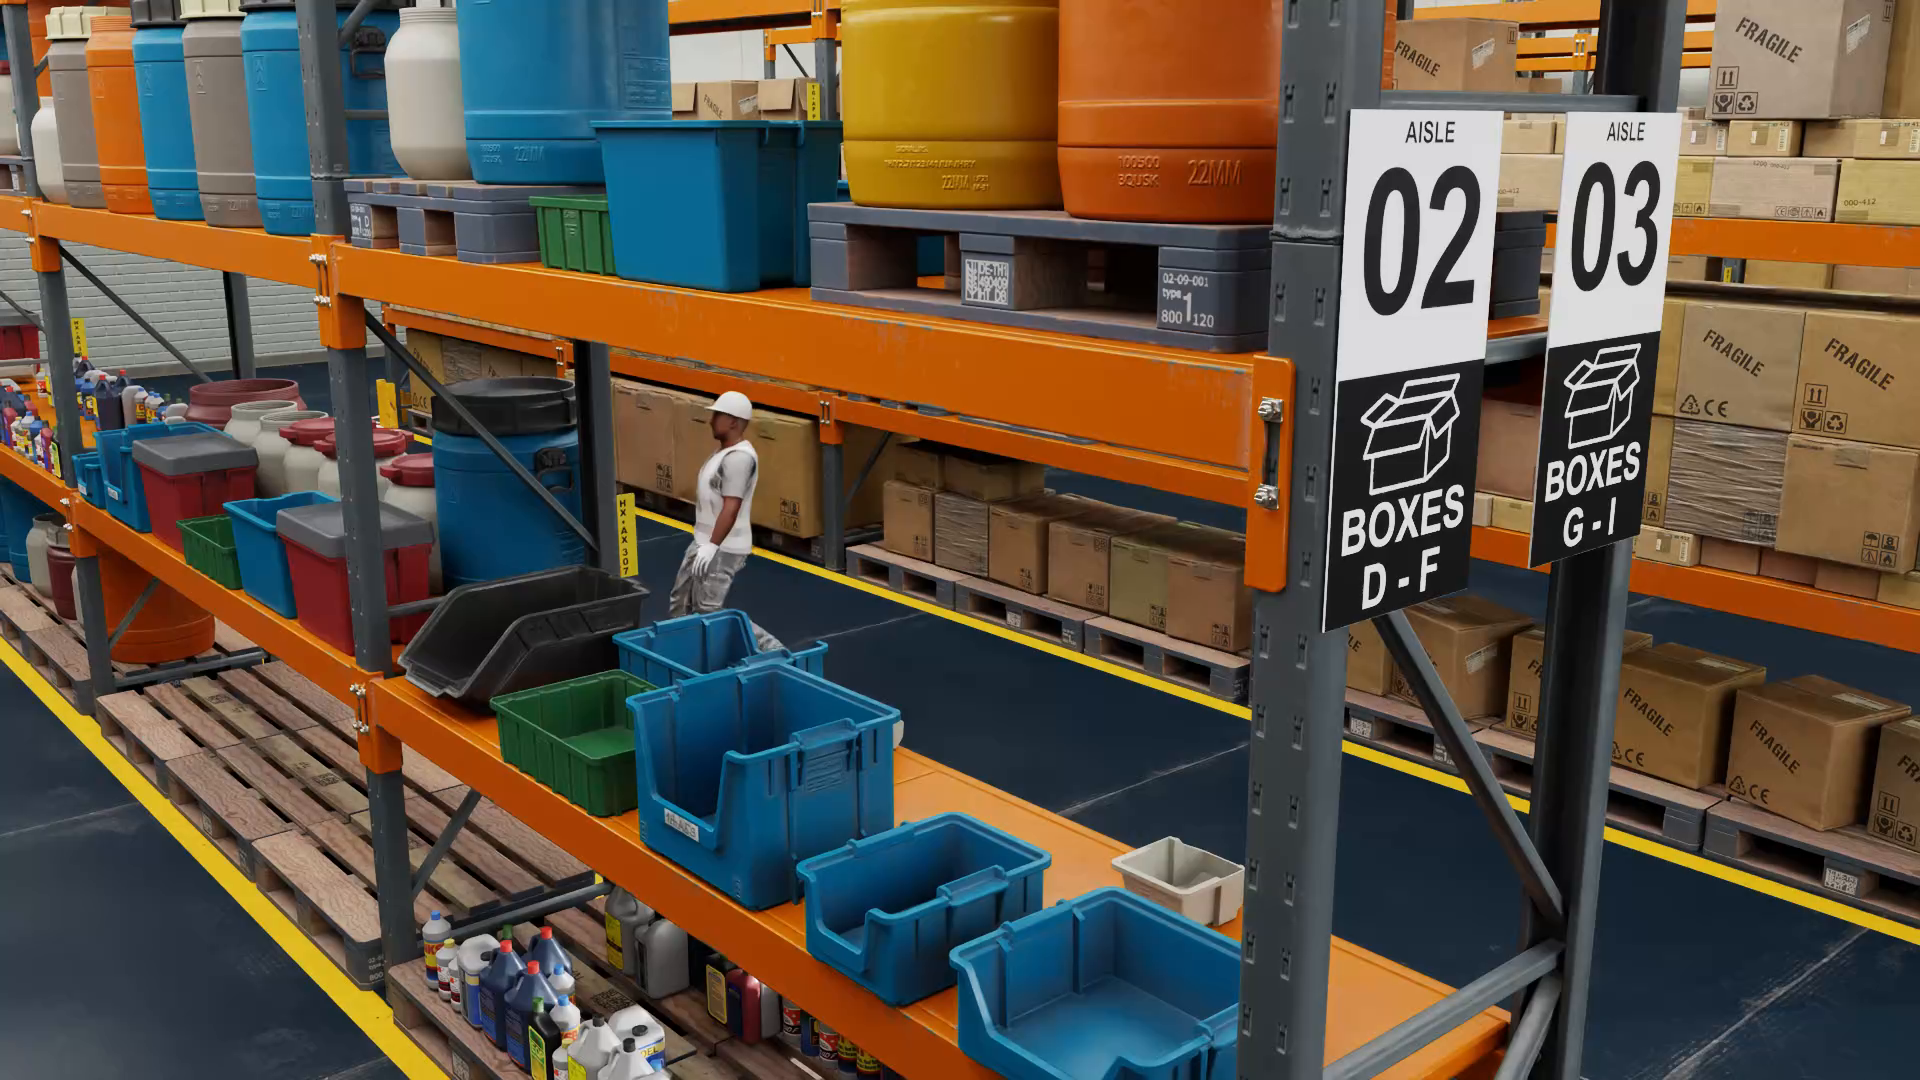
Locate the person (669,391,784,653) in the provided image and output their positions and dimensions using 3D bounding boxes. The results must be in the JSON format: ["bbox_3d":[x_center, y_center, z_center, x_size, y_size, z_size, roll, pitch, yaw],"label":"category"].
[{"bbox_3d":[-1.483,0.016,9.529,0.922,1.717,0.620,-3,14,-13],"label":"person"}]
